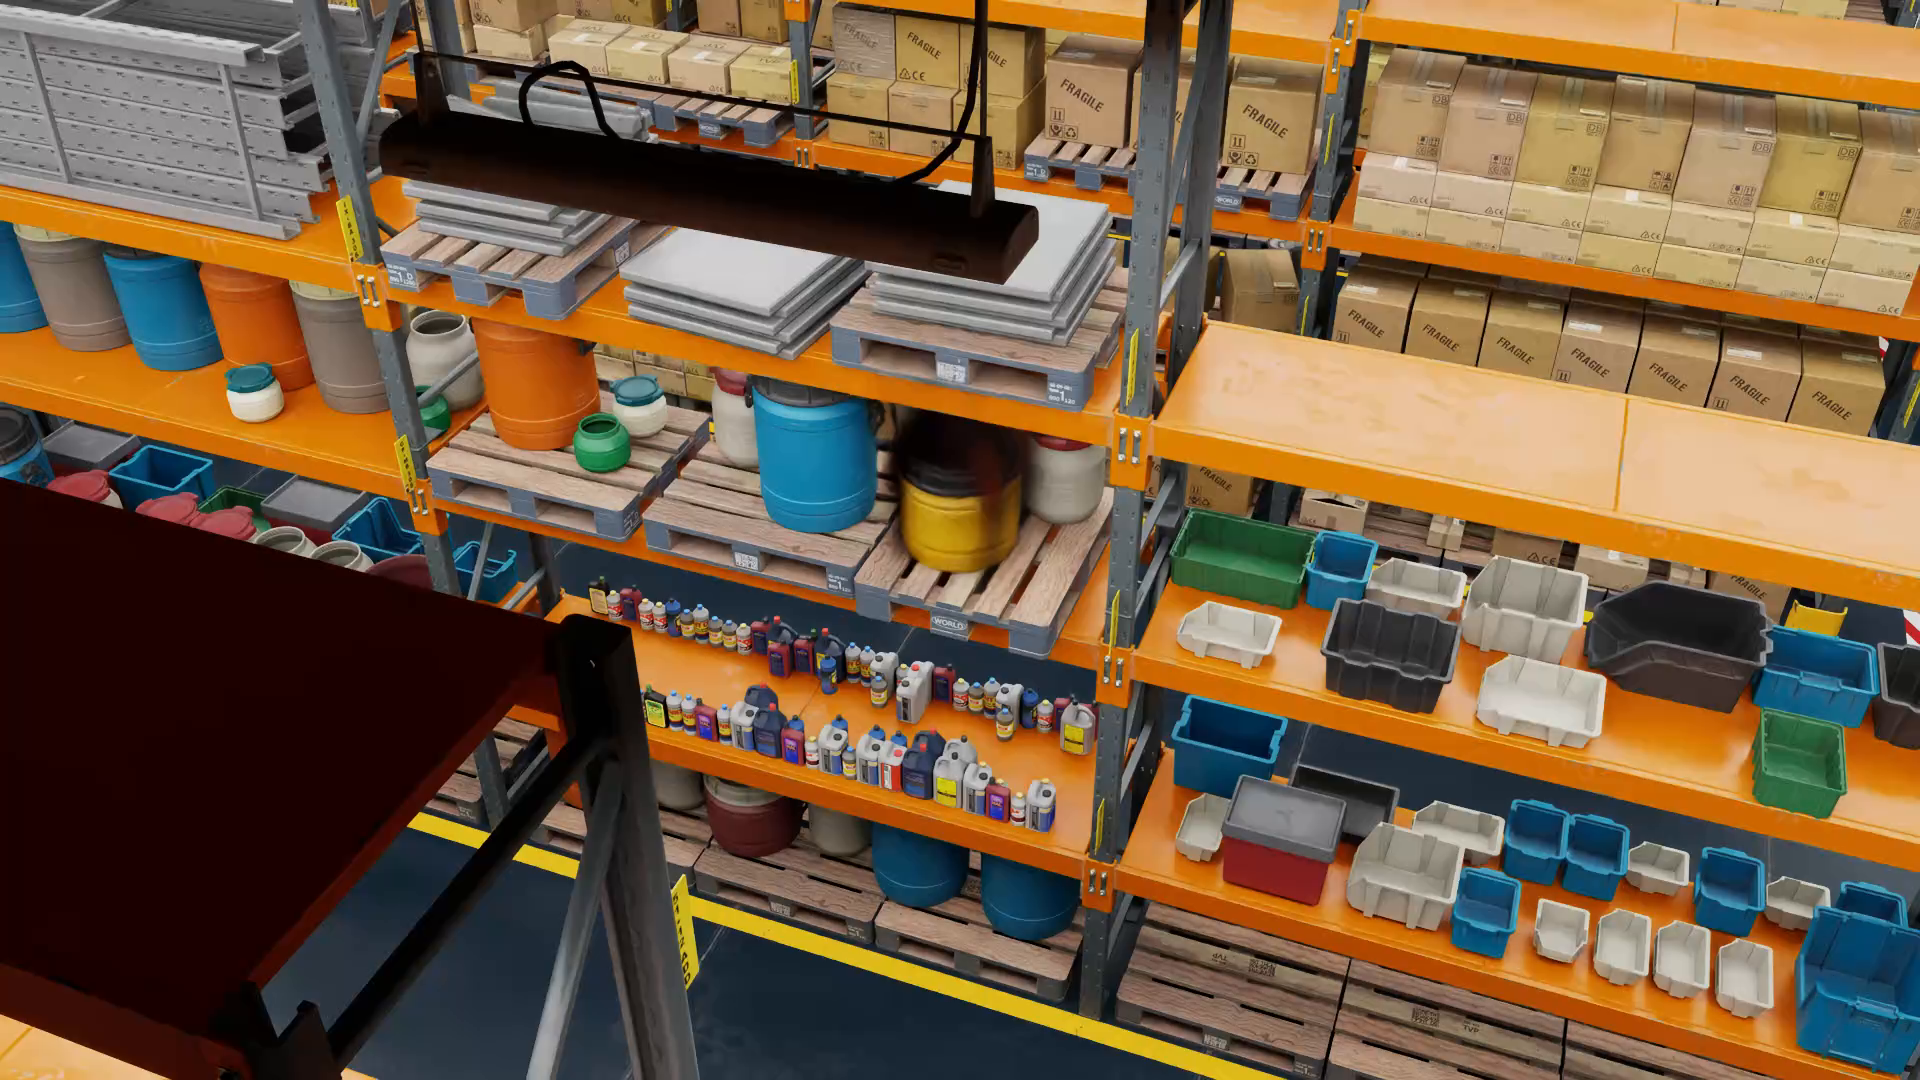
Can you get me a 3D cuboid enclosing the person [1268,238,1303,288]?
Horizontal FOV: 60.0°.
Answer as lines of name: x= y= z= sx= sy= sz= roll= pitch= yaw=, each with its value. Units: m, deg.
person: x=3.130 y=-2.768 z=15.703 sx=0.416 sy=1.703 sz=0.423 roll=-14 pitch=39 yaw=-18
